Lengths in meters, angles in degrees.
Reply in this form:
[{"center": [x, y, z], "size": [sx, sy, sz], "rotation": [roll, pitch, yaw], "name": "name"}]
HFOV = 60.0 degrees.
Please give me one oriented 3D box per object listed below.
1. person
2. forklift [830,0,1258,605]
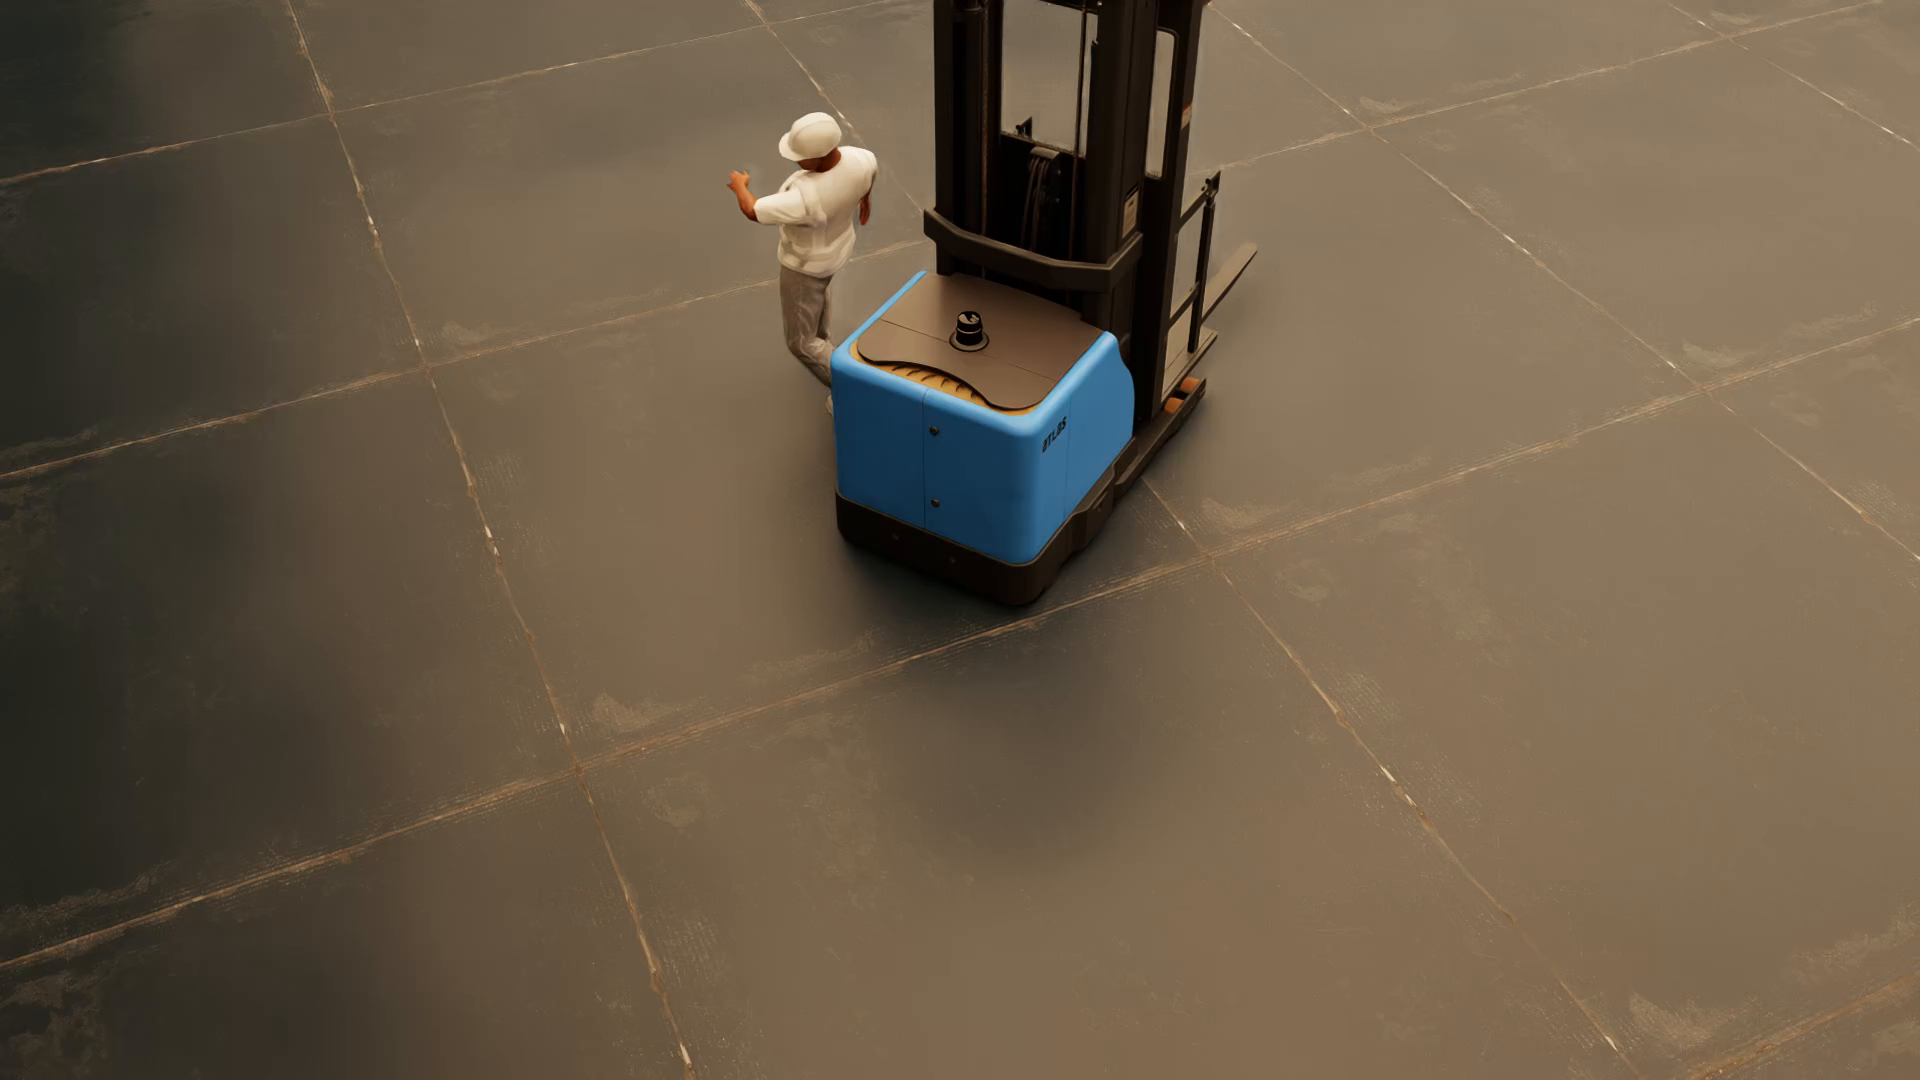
[{"center": [-0.706, -1.485, 8.225], "size": [0.899, 1.657, 0.820], "rotation": [17, 46, 18], "name": "person"}, {"center": [0.604, -1.775, 7.582], "size": [1.130, 2.935, 3.031], "rotation": [22, 47, 22], "name": "forklift"}]
